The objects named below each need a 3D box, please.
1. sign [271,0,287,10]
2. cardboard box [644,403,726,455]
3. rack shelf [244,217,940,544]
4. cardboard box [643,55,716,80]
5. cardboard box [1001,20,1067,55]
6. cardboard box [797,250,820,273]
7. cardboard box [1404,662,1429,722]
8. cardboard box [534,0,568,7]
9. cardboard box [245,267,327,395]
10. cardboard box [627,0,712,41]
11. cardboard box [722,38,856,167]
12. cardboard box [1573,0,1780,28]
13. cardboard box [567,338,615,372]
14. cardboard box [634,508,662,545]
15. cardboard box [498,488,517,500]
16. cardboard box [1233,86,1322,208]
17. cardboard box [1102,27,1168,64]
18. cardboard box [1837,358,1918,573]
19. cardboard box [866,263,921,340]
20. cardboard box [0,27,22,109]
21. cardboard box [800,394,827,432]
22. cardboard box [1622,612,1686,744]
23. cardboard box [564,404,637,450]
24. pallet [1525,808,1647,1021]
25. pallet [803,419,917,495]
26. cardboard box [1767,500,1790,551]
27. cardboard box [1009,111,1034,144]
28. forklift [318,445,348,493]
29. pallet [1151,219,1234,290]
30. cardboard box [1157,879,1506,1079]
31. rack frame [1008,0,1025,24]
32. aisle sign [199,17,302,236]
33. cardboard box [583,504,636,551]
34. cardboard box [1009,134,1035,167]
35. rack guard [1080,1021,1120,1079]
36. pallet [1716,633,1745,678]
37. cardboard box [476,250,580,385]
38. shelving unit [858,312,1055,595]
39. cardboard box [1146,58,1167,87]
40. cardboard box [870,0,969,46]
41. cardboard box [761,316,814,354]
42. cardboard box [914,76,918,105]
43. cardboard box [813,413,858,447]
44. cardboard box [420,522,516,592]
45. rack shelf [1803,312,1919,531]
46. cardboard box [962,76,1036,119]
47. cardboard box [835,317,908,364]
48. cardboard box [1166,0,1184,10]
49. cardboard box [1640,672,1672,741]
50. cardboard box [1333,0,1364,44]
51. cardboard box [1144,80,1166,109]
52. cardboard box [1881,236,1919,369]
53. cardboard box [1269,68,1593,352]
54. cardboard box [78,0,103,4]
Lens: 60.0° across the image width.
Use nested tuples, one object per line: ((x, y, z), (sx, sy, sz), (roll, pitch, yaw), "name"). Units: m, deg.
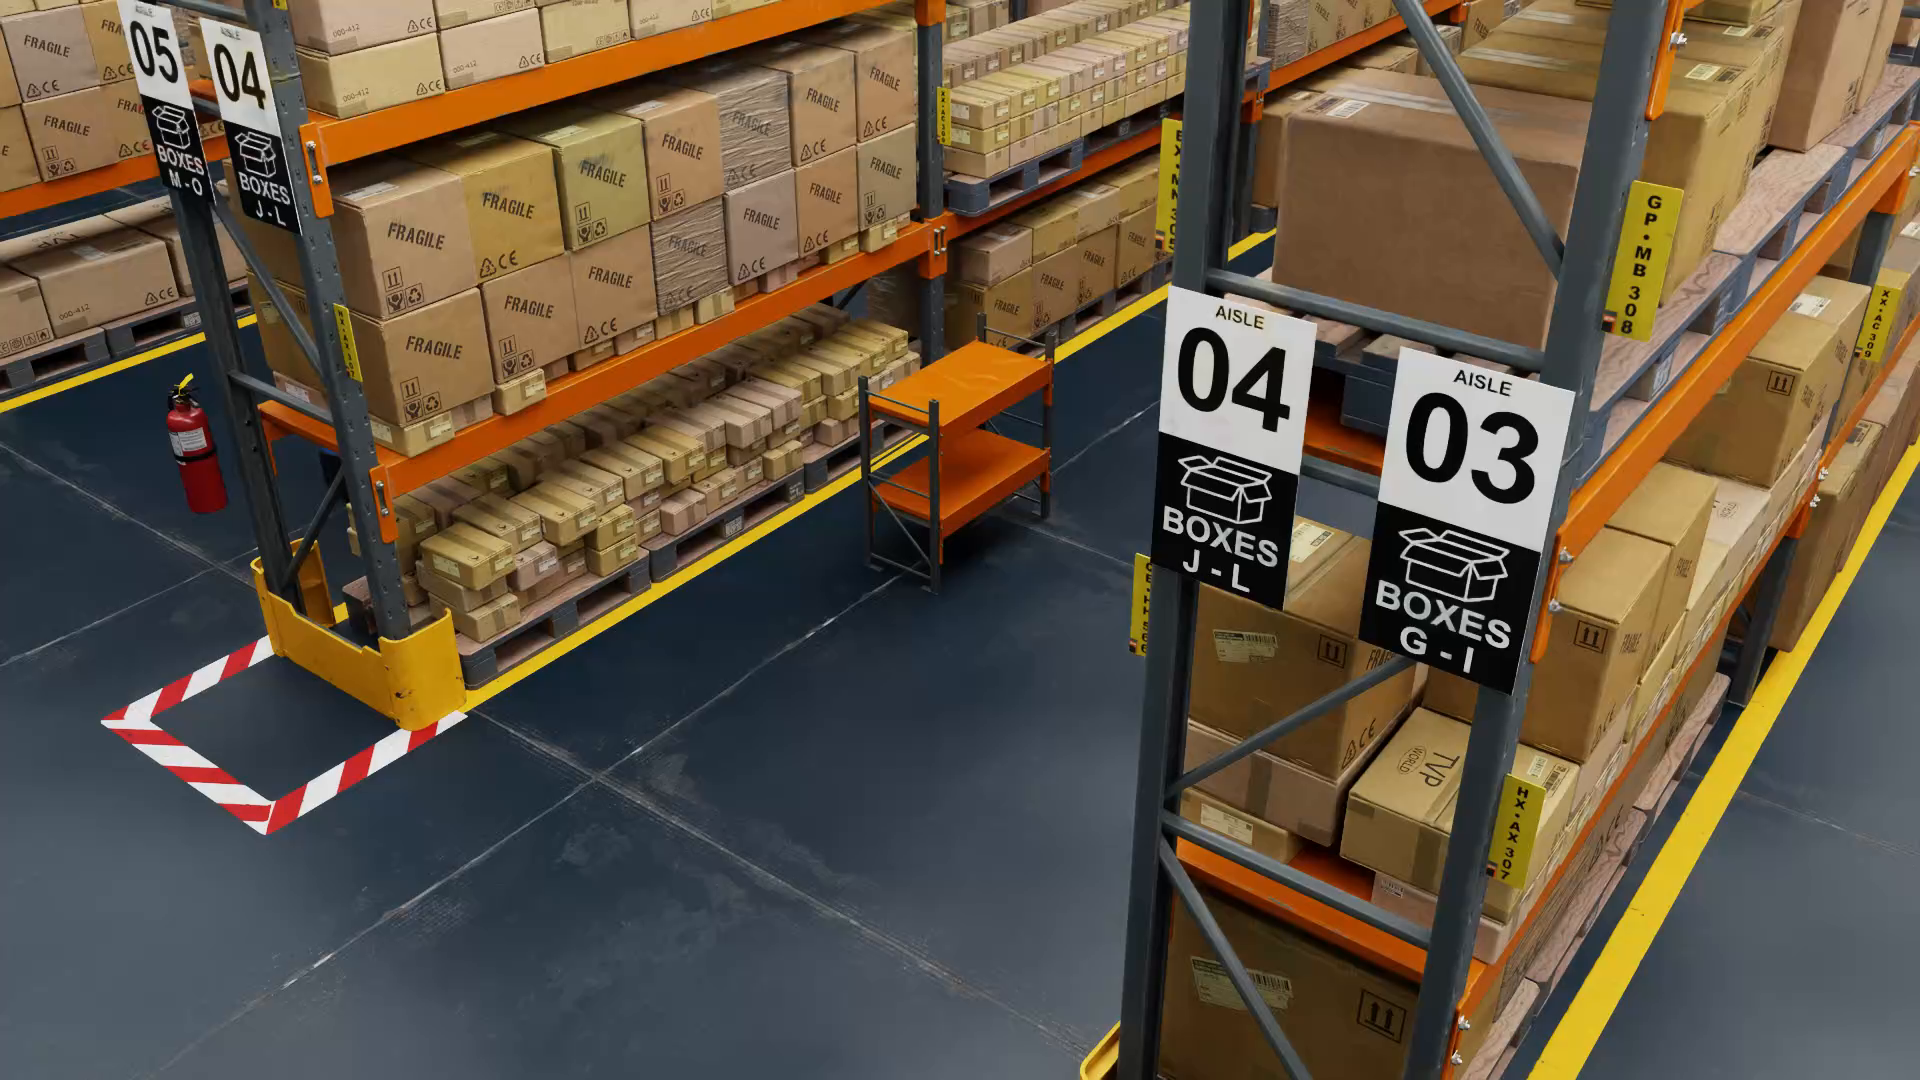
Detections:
((-2.514, -2.103, 6.058), (0.100, 0.325, 0.005), (21, 37, 31), "sign")
((-1.506, -0.595, 9.113), (0.380, 0.149, 0.250), (21, 37, 31), "cardboard box")
((-1.740, -1.107, 8.882), (1.077, 0.370, 4.000), (21, 37, 31), "rack shelf")
((-1.629, -2.312, 8.838), (0.500, 0.500, 0.500), (22, 37, 32), "cardboard box")
((0.503, -3.421, 11.331), (0.380, 0.149, 0.250), (21, 36, 31), "cardboard box")
((-1.006, -1.621, 9.290), (0.380, 0.149, 0.250), (20, 36, 30), "cardboard box")
((1.334, 0.416, 5.462), (0.500, 0.250, 0.500), (20, 36, 30), "cardboard box")
((-1.846, -2.557, 7.338), (0.500, 0.250, 0.500), (22, 37, 32), "cardboard box")
((-2.881, -1.037, 7.667), (0.500, 0.500, 0.500), (22, 37, 32), "cardboard box")
((-1.530, -2.566, 7.843), (0.500, 0.250, 0.500), (21, 37, 31), "cardboard box")
((-0.909, -2.345, 8.894), (0.500, 0.500, 0.500), (20, 36, 30), "cardboard box")
((2.174, -1.734, 4.948), (0.500, 0.250, 0.500), (20, 36, 30), "cardboard box")
((-1.934, -0.986, 8.218), (0.380, 0.149, 0.250), (21, 36, 31), "cardboard box")
((-1.819, -0.110, 8.878), (0.380, 0.149, 0.250), (21, 37, 31), "cardboard box")
((-2.544, -0.200, 8.738), (0.380, 0.149, 0.250), (19, 36, 29), "cardboard box")
((2.321, -3.288, 13.651), (1.050, 0.750, 0.750), (21, 36, 31), "cardboard box")
((1.169, -3.319, 11.159), (0.380, 0.149, 0.250), (23, 38, 34), "cardboard box")
((4.270, -0.559, 8.923), (1.225, 0.875, 0.875), (20, 36, 30), "cardboard box")
((-0.287, -1.713, 11.239), (0.500, 0.500, 0.500), (20, 36, 30), "cardboard box")
((-6.131, -2.879, 10.087), (0.500, 0.500, 0.500), (20, 36, 30), "cardboard box")
((-1.000, -0.786, 9.727), (0.380, 0.149, 0.250), (21, 37, 32), "cardboard box")
((2.066, 0.372, 5.536), (0.500, 0.250, 0.500), (20, 36, 30), "cardboard box")
((-2.005, -0.621, 9.157), (0.380, 0.149, 0.250), (20, 36, 30), "cardboard box")
((2.103, 1.320, 6.815), (1.003, 0.211, 1.213), (21, 37, 31), "pallet")
((-0.910, -0.746, 10.302), (1.003, 0.211, 1.213), (21, 37, 31), "pallet")
((3.128, -0.120, 6.757), (0.380, 0.149, 0.250), (20, 36, 30), "cardboard box")
((0.227, -2.555, 10.162), (0.380, 0.149, 0.250), (20, 36, 30), "cardboard box")
((-2.694, -2.133, 9.974), (1.130, 2.935, 3.031), (11, 32, 18), "forklift")
((1.409, -2.339, 12.989), (1.003, 0.211, 1.213), (21, 37, 31), "pallet")
((1.269, 1.412, 5.597), (0.875, 0.875, 0.875), (21, 37, 31), "cardboard box")
((0.289, -6.964, 18.058), (1.000, 3.000, 0.127), (21, 37, 31), "rack frame")
((-2.752, -1.600, 6.458), (0.394, 0.787, 0.004), (21, 37, 31), "aisle sign")
((-1.897, -0.112, 8.589), (0.380, 0.149, 0.250), (22, 37, 33), "cardboard box")
((0.235, -2.435, 10.252), (0.380, 0.149, 0.250), (22, 37, 32), "cardboard box")
((0.932, 2.049, 5.303), (1.175, 0.500, 0.348), (21, 37, 31), "rack guard")
((3.766, 0.201, 8.705), (1.003, 0.211, 1.213), (21, 37, 31), "pallet")
((-2.153, -1.098, 7.770), (0.500, 0.500, 0.500), (21, 37, 31), "cardboard box")
((-0.004, -0.481, 8.959), (0.538, 1.125, 1.048), (21, 37, 31), "shelving unit")
((1.170, -3.190, 11.234), (0.380, 0.149, 0.250), (22, 37, 32), "cardboard box")
((-0.457, -5.507, 17.765), (0.950, 0.372, 0.625), (24, 38, 34), "cardboard box")
((-1.119, -1.270, 10.252), (0.380, 0.149, 0.250), (23, 38, 34), "cardboard box")
((-0.446, -2.782, 10.252), (0.380, 0.149, 0.250), (23, 38, 33), "cardboard box")
((-0.829, -0.713, 9.895), (0.380, 0.149, 0.250), (20, 36, 30), "cardboard box")
((-2.360, 0.078, 7.978), (0.380, 0.149, 0.250), (19, 36, 29), "cardboard box")
((4.568, -1.166, 8.980), (1.077, 0.370, 4.000), (21, 37, 31), "rack shelf")
((0.235, -2.692, 10.101), (0.380, 0.149, 0.250), (22, 37, 33), "cardboard box")
((-0.540, -1.215, 10.159), (0.380, 0.149, 0.250), (22, 37, 33), "cardboard box")
((1.446, -4.054, 12.400), (0.380, 0.149, 0.250), (21, 37, 31), "cardboard box")
((2.198, 0.506, 5.701), (0.380, 0.149, 0.250), (21, 36, 31), "cardboard box")
((2.978, -4.410, 13.652), (0.500, 0.500, 0.500), (21, 37, 31), "cardboard box")
((1.172, -3.066, 11.317), (0.380, 0.149, 0.250), (22, 37, 33), "cardboard box")
((4.443, -1.223, 8.274), (0.500, 0.500, 0.500), (20, 36, 30), "cardboard box")
((1.217, -0.821, 4.144), (0.700, 0.500, 0.500), (19, 35, 28), "cardboard box")
((-5.550, -3.515, 10.524), (0.380, 0.149, 0.250), (20, 36, 30), "cardboard box")
